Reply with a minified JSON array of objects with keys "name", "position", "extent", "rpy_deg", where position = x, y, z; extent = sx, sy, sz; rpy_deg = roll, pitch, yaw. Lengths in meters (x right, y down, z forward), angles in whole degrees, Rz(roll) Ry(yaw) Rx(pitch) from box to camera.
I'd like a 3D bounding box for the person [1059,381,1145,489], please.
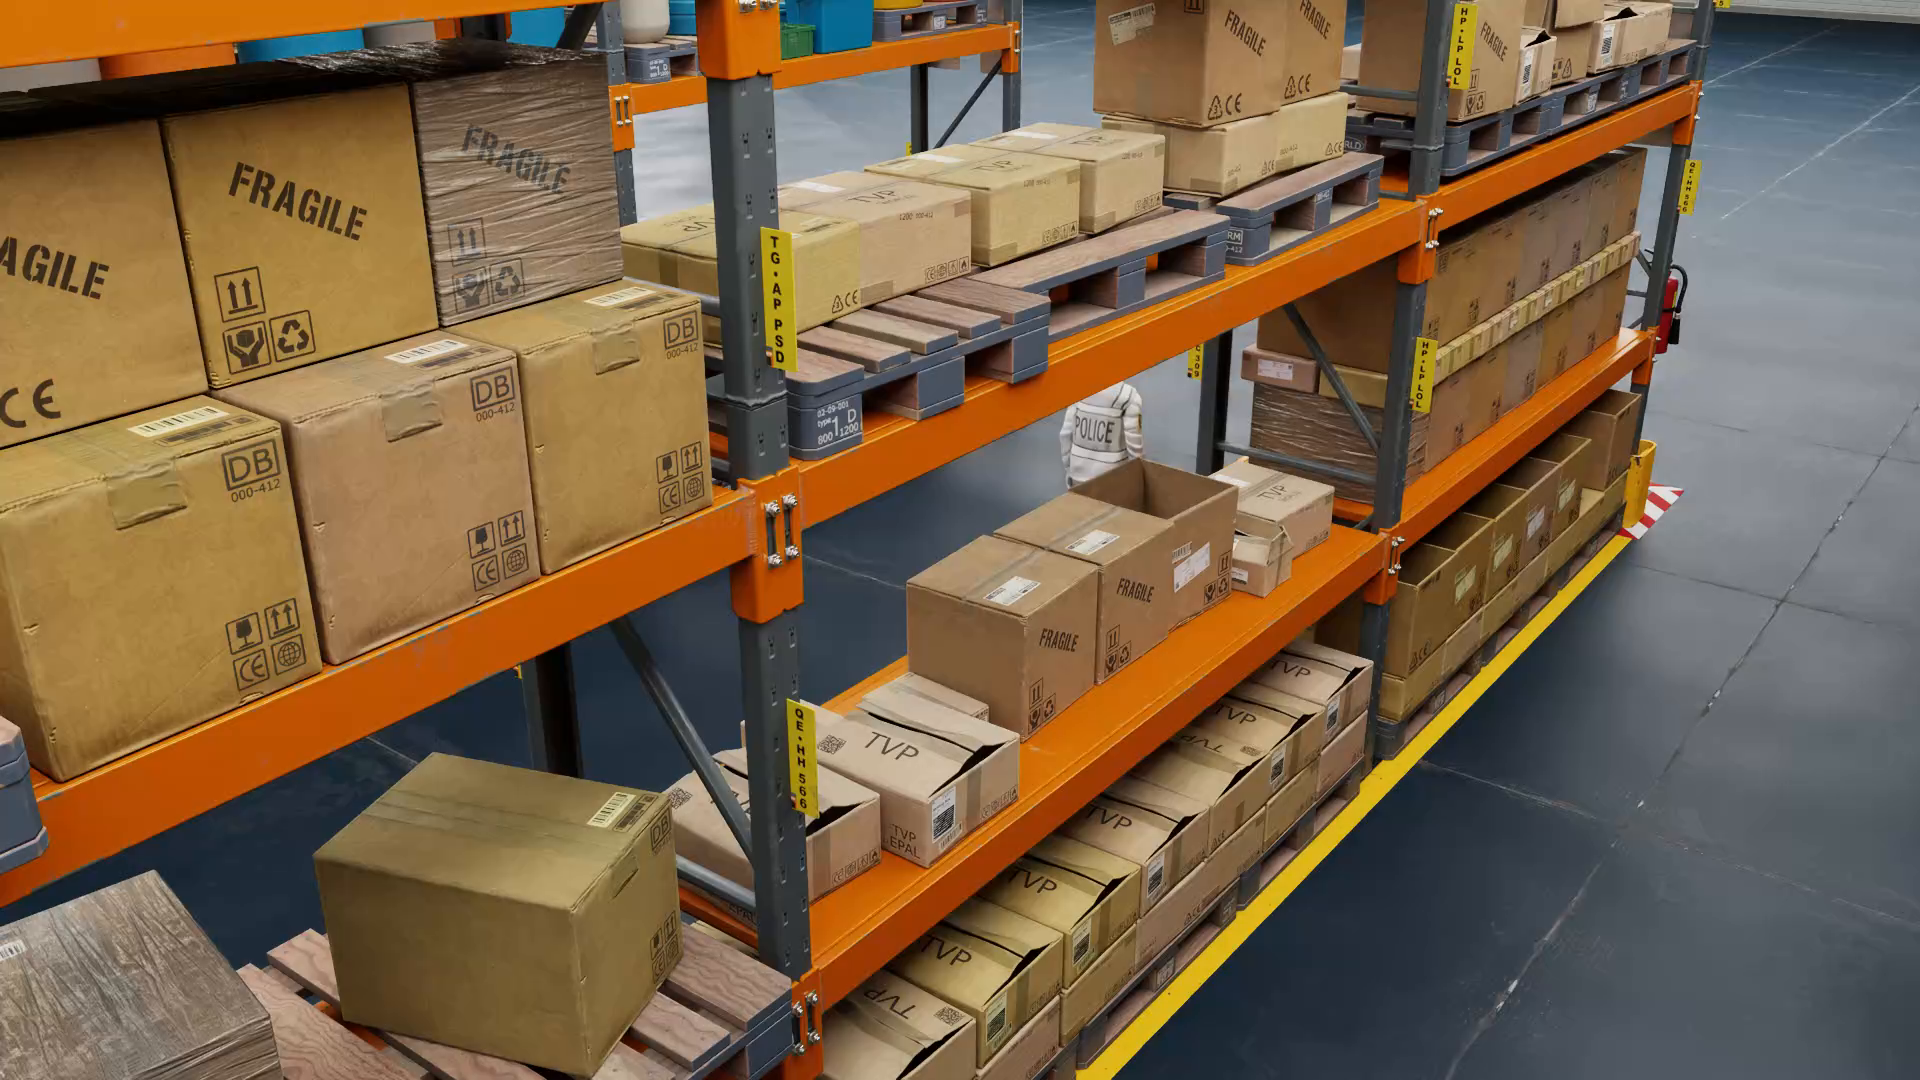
[{"name":"person","position":[0.827,-0.354,9.404],"extent":[0.532,1.662,0.414],"rpy_deg":[15,28,31]}]
